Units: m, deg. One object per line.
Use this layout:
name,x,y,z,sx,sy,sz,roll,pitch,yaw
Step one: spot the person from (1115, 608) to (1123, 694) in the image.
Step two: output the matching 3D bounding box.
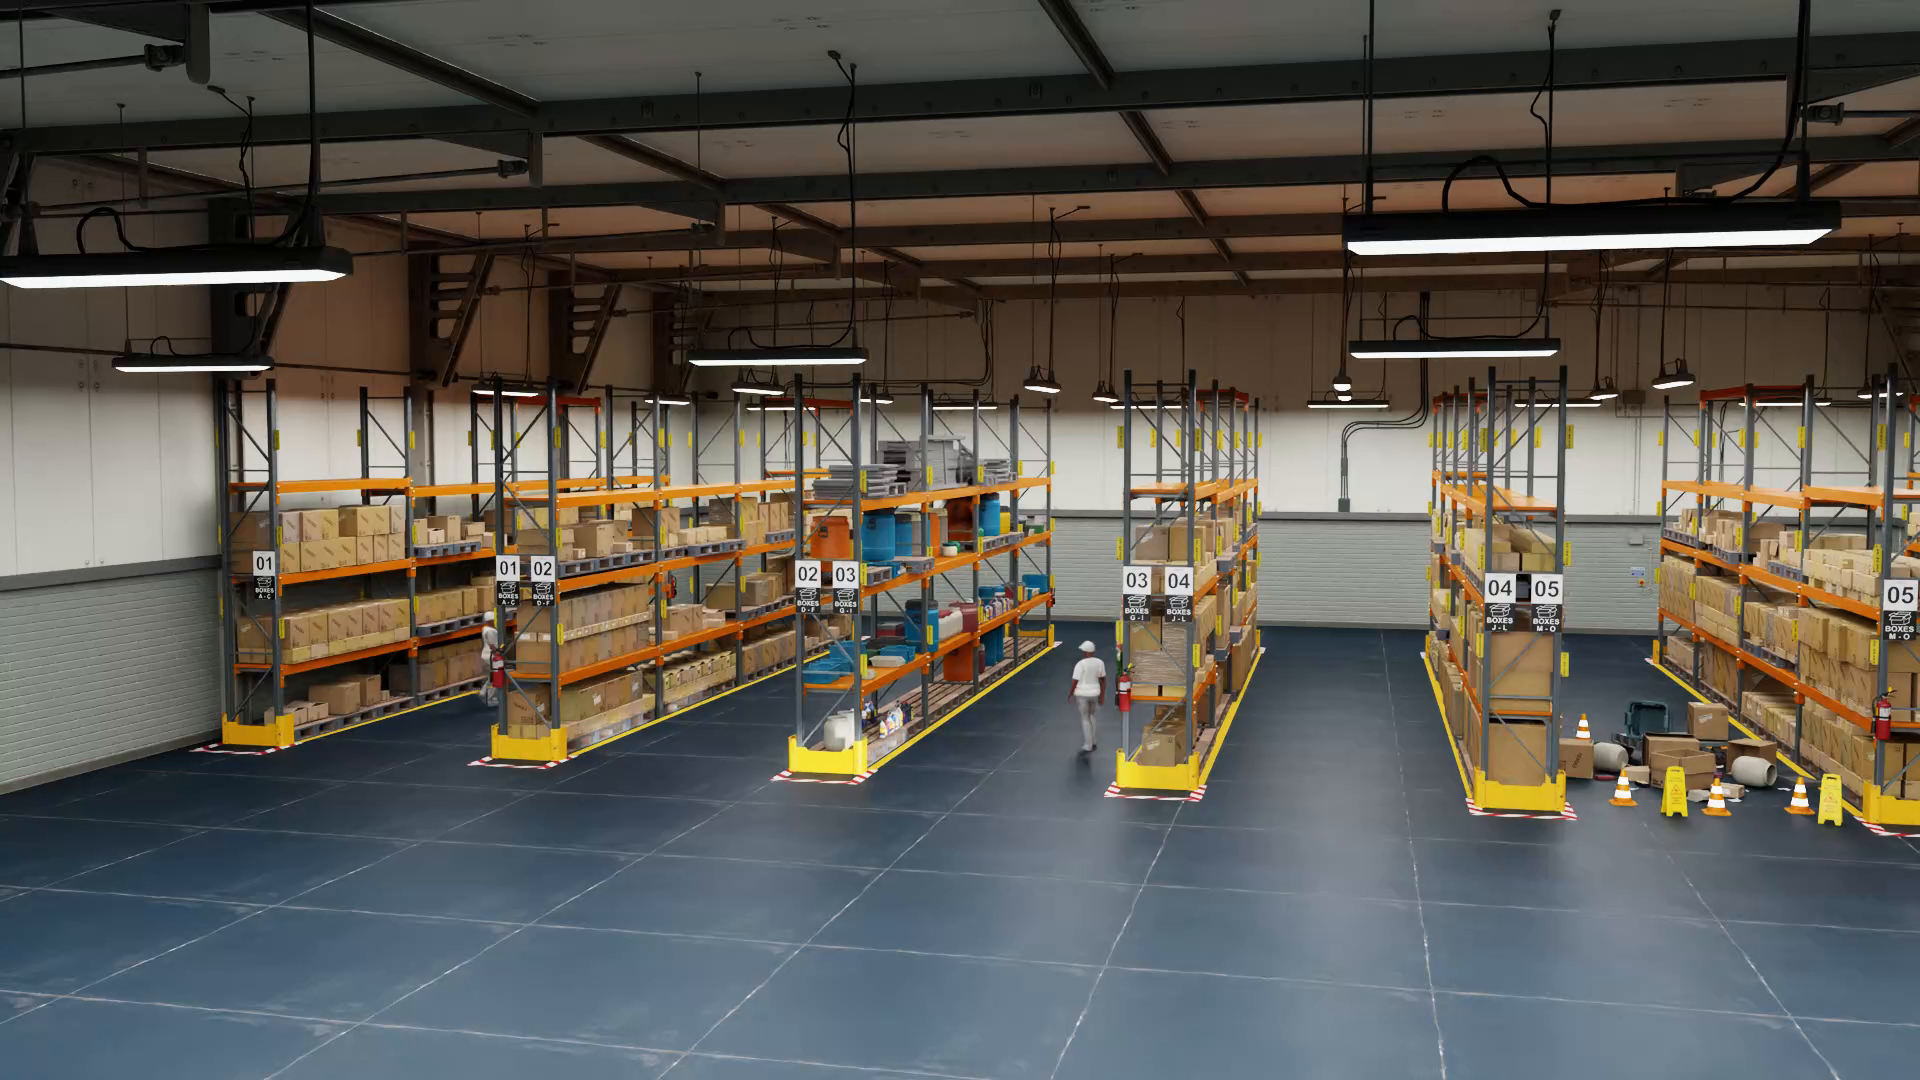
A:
person,3.241,2.036,32.502,0.540,1.530,0.593,-3,5,-44

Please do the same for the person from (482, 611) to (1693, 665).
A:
person,6.582,1.986,35.348,29.230,1.808,14.060,-3,4,-40

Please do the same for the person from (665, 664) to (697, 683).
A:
person,3.794,2.331,25.937,15.779,1.325,15.612,-1,4,-13

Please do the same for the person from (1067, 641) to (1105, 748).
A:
person,2.045,2.463,26.777,0.594,1.688,0.500,-2,4,-25
